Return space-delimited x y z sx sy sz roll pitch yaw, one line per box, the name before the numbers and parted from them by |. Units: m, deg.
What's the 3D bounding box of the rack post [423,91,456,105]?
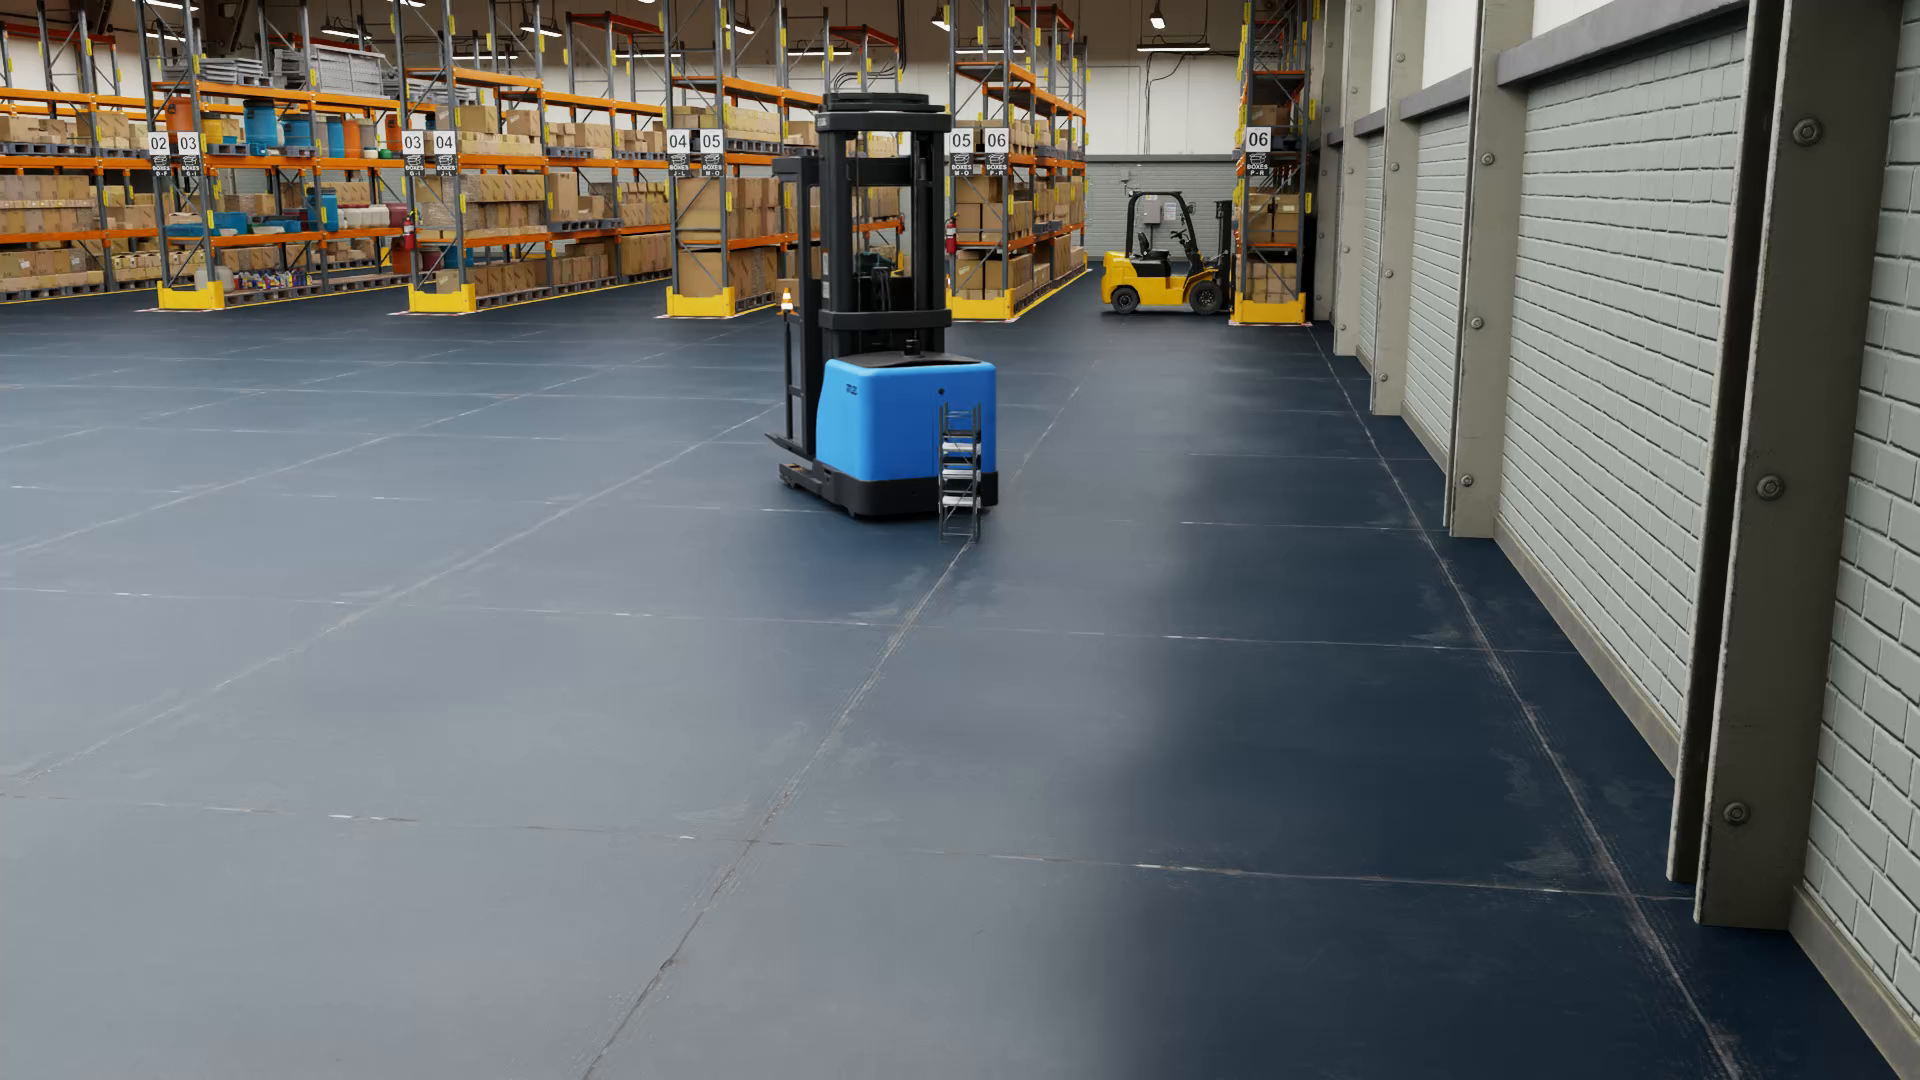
rack post | -12.702 -10.559 39.817 0.937 0.300 0.954 3 13 15

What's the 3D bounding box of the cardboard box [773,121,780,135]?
cardboard box | -3.789 -7.971 32.155 0.500 0.250 0.500 2 12 8

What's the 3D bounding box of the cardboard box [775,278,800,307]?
cardboard box | -3.192 -4.712 31.664 0.500 0.500 0.500 4 13 18

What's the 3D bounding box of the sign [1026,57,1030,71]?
sign | 1.625 -11.305 39.496 0.100 0.325 0.005 2 12 9

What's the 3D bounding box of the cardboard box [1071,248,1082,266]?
cardboard box | 2.650 -7.269 42.687 0.875 0.438 0.875 2 12 10

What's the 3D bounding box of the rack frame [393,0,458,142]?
rack frame | -9.468 -8.571 29.403 1.000 3.000 0.127 2 12 9

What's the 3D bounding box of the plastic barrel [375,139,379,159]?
plastic barrel | -13.482 -8.930 37.925 0.421 0.512 0.421 0 12 0

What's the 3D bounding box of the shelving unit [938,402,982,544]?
shelving unit | 0.001 -0.442 10.906 0.258 0.900 0.210 2 12 9

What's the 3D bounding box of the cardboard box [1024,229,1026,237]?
cardboard box | 1.038 -5.738 31.097 0.380 0.149 0.250 2 12 8

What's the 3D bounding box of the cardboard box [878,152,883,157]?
cardboard box | -2.237 -9.647 41.875 0.500 0.250 0.500 2 12 11

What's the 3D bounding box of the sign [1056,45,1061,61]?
sign | 2.092 -10.395 35.461 0.100 0.325 0.005 2 12 9

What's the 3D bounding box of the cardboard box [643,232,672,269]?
cardboard box | -7.701 -7.169 41.184 1.225 0.875 0.875 2 12 9

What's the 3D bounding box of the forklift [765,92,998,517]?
forklift | -0.766 -1.859 12.663 1.130 2.935 3.031 -5 13 -22

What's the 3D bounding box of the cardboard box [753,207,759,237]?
cardboard box | -4.256 -5.948 31.115 0.875 0.550 0.500 2 12 9

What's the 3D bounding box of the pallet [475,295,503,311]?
pallet | -9.296 -4.459 31.181 1.003 0.211 1.213 2 12 9

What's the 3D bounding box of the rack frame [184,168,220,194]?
rack frame | -21.690 -9.450 47.723 1.000 3.000 0.127 2 12 9

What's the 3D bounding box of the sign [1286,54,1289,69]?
sign | 7.624 -11.105 38.568 0.100 0.325 0.005 2 12 9

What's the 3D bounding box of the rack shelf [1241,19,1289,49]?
rack shelf | 7.383 -12.277 40.419 1.077 0.370 4.000 2 12 9

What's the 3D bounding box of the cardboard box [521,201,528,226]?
cardboard box | -9.095 -6.470 32.953 0.875 0.500 0.500 2 12 9

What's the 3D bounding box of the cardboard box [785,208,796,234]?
cardboard box | -3.620 -6.439 33.512 0.500 0.500 0.500 2 12 9

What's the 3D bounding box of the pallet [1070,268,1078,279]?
pallet | 2.364 -6.607 41.152 1.003 0.211 1.213 2 12 9

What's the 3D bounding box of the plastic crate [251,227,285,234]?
plastic crate | -13.746 -6.156 33.064 0.530 0.136 0.437 2 12 9

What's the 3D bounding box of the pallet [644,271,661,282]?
pallet | -7.852 -6.355 39.981 1.003 0.211 1.213 2 12 9

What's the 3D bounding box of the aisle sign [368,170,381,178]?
aisle sign | -16.482 -10.566 46.728 0.394 0.787 0.004 2 12 9

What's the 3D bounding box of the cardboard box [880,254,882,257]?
cardboard box | -2.201 -7.247 42.564 0.380 0.149 0.250 2 12 8

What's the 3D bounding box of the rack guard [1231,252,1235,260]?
rack guard | 7.679 -7.250 43.447 1.175 0.500 0.348 2 12 9

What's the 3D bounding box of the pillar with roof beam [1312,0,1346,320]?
pillar with roof beam | 1.973 -8.345 28.354 9.100 9.000 0.400 2 12 9

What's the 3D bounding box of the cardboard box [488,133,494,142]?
cardboard box | -8.963 -7.545 31.175 0.380 0.149 0.250 1 12 6

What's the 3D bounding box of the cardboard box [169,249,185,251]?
cardboard box | -18.396 -6.661 38.980 0.500 0.311 0.500 2 12 11

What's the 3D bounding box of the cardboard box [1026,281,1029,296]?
cardboard box | 1.042 -4.768 31.526 0.500 0.250 0.500 2 12 7

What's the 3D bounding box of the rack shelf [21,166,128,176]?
rack shelf | -22.613 -9.316 41.688 1.077 0.370 4.000 2 12 9

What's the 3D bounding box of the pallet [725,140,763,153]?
pallet | -4.293 -7.289 30.785 1.003 0.211 1.213 2 12 9

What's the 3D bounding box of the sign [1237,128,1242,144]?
sign | 5.924 -8.559 35.242 0.100 0.325 0.005 2 12 9

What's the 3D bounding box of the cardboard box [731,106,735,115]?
cardboard box | -4.177 -7.555 29.279 0.380 0.149 0.250 2 12 9

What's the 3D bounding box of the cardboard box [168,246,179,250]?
cardboard box | -21.927 -7.964 45.766 0.700 0.500 0.500 2 12 10

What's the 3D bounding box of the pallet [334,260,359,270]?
pallet | -17.118 -7.492 45.257 1.003 0.211 1.213 2 12 9

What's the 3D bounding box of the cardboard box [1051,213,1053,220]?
cardboard box | 1.773 -6.877 35.382 0.380 0.149 0.250 2 12 8

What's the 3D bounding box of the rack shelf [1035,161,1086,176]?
rack shelf | 2.477 -9.346 41.827 1.077 0.370 4.000 2 12 9

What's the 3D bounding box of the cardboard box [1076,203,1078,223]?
cardboard box | 2.665 -8.161 41.504 0.500 0.500 0.500 2 12 9

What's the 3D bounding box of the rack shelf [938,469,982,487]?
rack shelf | 0.001 -0.409 10.913 0.258 0.077 0.200 2 12 9

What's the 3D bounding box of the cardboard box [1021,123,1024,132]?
cardboard box | 0.962 -7.484 30.184 0.380 0.149 0.250 2 12 9

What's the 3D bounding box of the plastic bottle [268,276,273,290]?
plastic bottle | -13.722 -5.118 33.056 0.097 0.271 0.097 0 12 0

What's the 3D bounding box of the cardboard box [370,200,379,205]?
cardboard box | -16.595 -9.237 46.498 0.500 0.500 0.500 2 12 10

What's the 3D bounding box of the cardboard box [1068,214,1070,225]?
cardboard box | 2.350 -7.640 39.680 0.500 0.250 0.500 2 12 7

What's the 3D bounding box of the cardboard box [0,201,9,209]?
cardboard box | -18.864 -6.560 32.535 0.380 0.149 0.250 2 12 8

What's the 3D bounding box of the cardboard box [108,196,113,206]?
cardboard box | -22.196 -8.611 42.838 0.500 0.500 0.500 2 12 9

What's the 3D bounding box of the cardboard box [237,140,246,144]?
cardboard box | -17.833 -9.447 40.350 0.910 0.500 0.500 2 12 9

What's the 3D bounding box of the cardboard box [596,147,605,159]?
cardboard box | -8.131 -8.486 36.484 0.500 0.250 0.500 2 12 8

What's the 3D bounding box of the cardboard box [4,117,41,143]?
cardboard box | -19.018 -8.244 33.434 0.797 0.503 0.637 3 13 15

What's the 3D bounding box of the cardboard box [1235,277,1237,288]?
cardboard box | 5.142 -4.586 29.497 0.500 0.250 0.500 2 12 7

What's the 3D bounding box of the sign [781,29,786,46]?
sign | -3.423 -9.733 32.201 0.100 0.325 0.005 2 12 9
